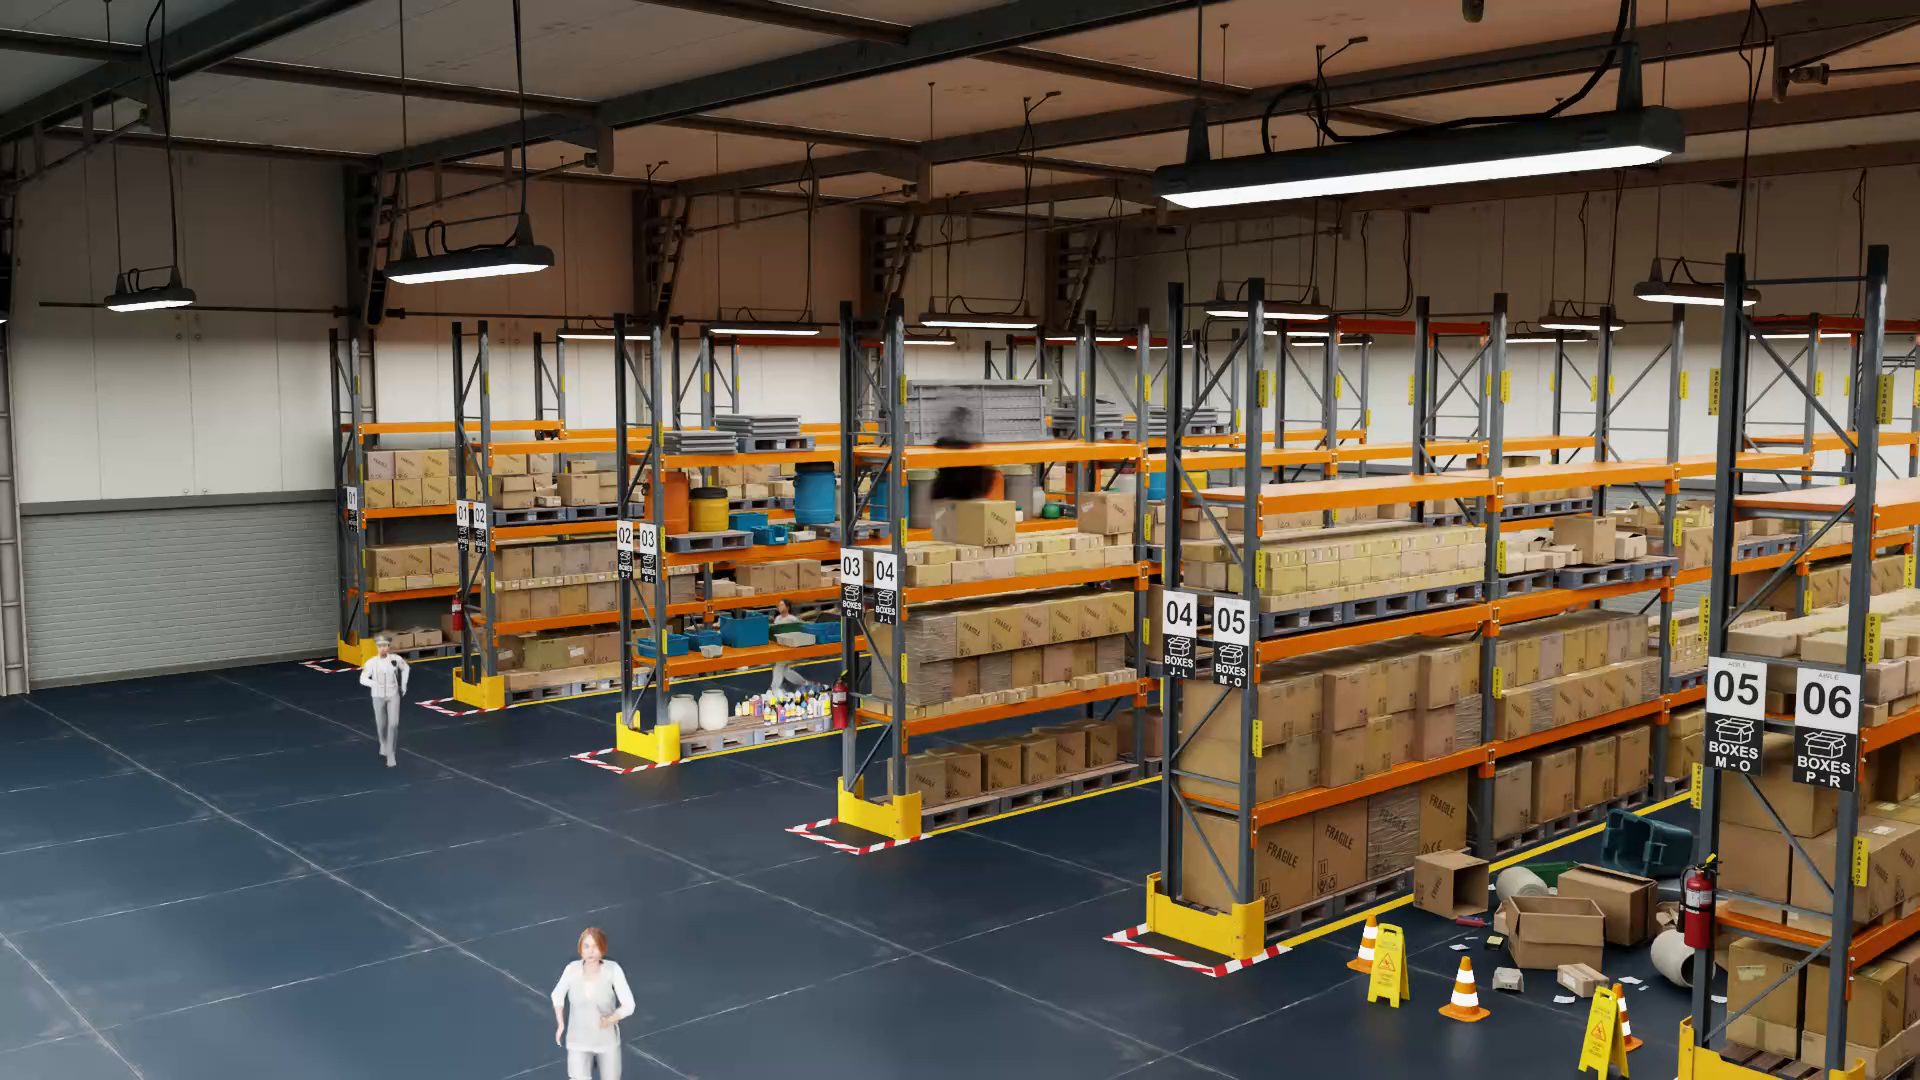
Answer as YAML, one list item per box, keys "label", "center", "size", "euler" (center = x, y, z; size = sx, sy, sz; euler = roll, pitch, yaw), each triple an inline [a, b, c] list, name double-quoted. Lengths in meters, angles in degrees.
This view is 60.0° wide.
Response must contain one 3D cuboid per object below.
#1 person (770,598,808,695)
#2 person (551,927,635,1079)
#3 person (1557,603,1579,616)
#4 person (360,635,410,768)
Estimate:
- label: "person"
  center: [-2.755, 1.732, 26.171]
  size: [0.963, 1.647, 0.569]
  euler: [-5, 7, -41]
- label: "person"
  center: [-2.404, 3.303, 10.899]
  size: [0.547, 1.571, 0.822]
  euler: [-1, 6, -8]
- label: "person"
  center: [9.468, 1.735, 25.784]
  size: [0.661, 1.781, 0.951]
  euler: [5, 7, 40]
- label: "person"
  center: [-7.692, 2.129, 22.265]
  size: [0.616, 1.743, 0.827]
  euler: [-2, 6, -15]
